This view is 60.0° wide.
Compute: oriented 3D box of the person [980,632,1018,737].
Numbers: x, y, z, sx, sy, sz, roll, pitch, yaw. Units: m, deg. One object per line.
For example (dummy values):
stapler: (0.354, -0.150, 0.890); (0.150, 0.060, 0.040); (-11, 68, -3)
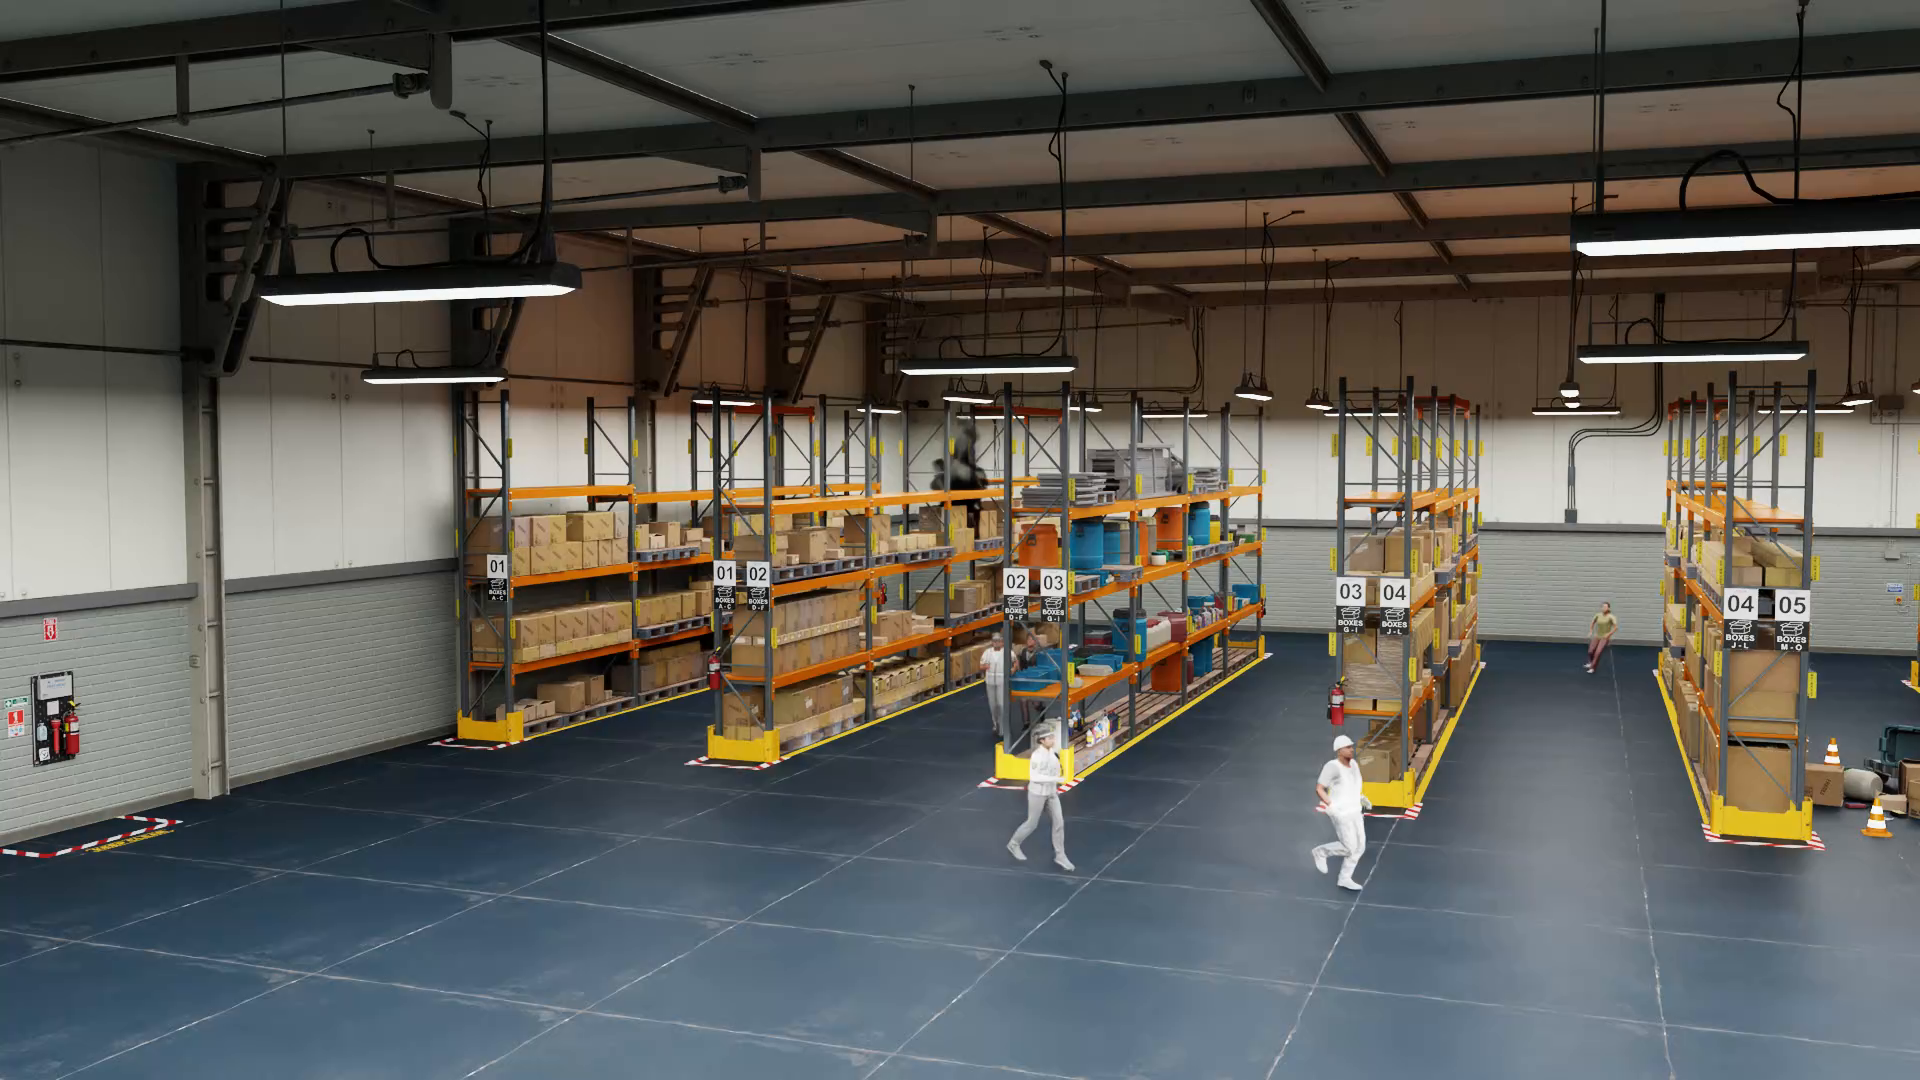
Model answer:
person: (0.648, 2.526, 29.055); (0.626, 1.836, 0.727); (1, 3, 14)

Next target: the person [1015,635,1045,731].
person: (1.266, 2.528, 29.627); (0.668, 1.687, 0.803); (1, 3, 19)

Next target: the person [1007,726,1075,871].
person: (0.967, 3.051, 19.875); (0.896, 1.705, 0.574); (3, 4, 40)

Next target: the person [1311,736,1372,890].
person: (4.347, 3.093, 18.975); (0.689, 1.737, 0.597); (-3, 4, -42)

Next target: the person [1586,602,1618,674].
person: (14.273, 2.164, 37.006); (0.723, 1.600, 0.576); (3, 4, 39)
